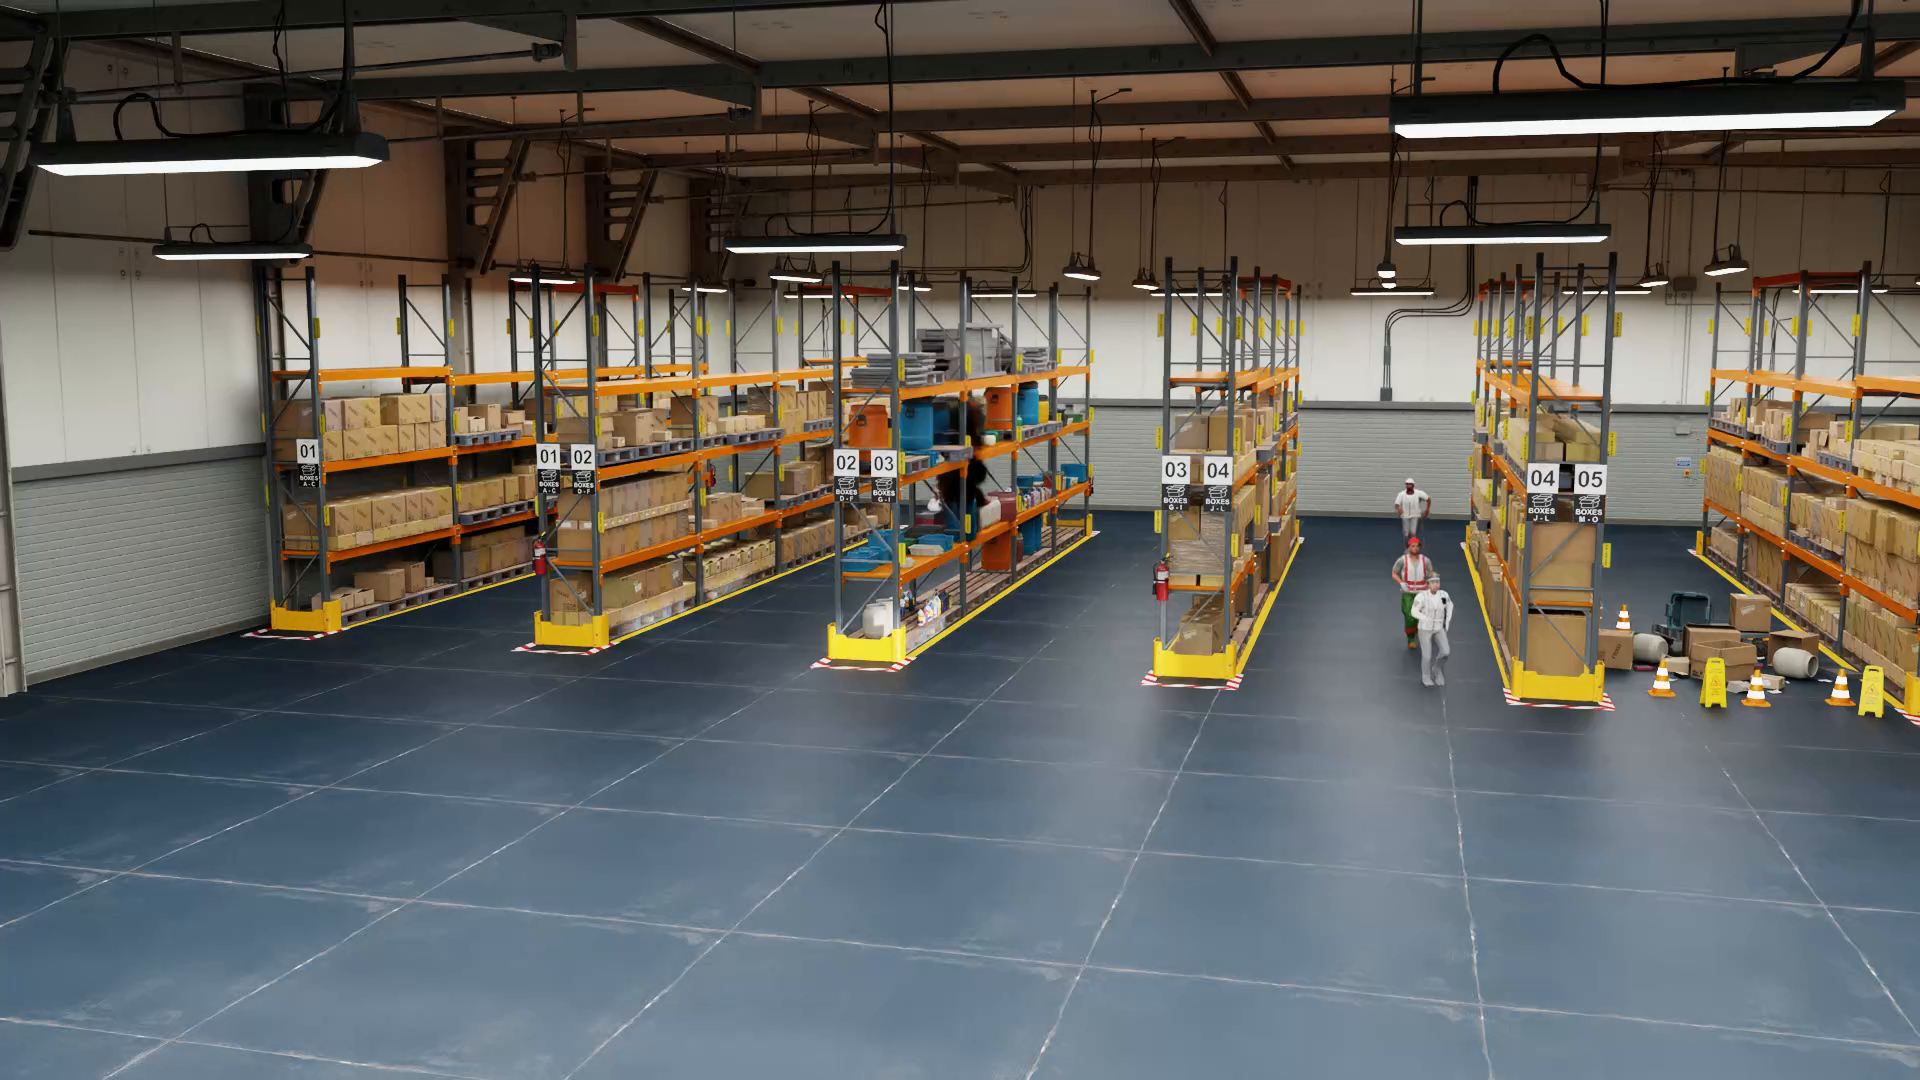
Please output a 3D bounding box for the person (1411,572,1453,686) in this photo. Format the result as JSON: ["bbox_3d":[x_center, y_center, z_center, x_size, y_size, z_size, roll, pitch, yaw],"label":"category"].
[{"bbox_3d":[6.591,1.248,23.159,0.629,1.640,0.680,0,7,1],"label":"person"}]

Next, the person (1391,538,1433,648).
[{"bbox_3d":[7.139,0.826,26.221,0.657,1.742,0.602,1,7,5],"label":"person"}]

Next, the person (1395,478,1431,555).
[{"bbox_3d":[9.941,-0.501,36.630,0.734,1.715,0.730,3,8,26],"label":"person"}]

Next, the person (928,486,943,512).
[{"bbox_3d":[-0.444,-0.270,35.053,0.584,1.754,0.776,2,8,17],"label":"person"}]
